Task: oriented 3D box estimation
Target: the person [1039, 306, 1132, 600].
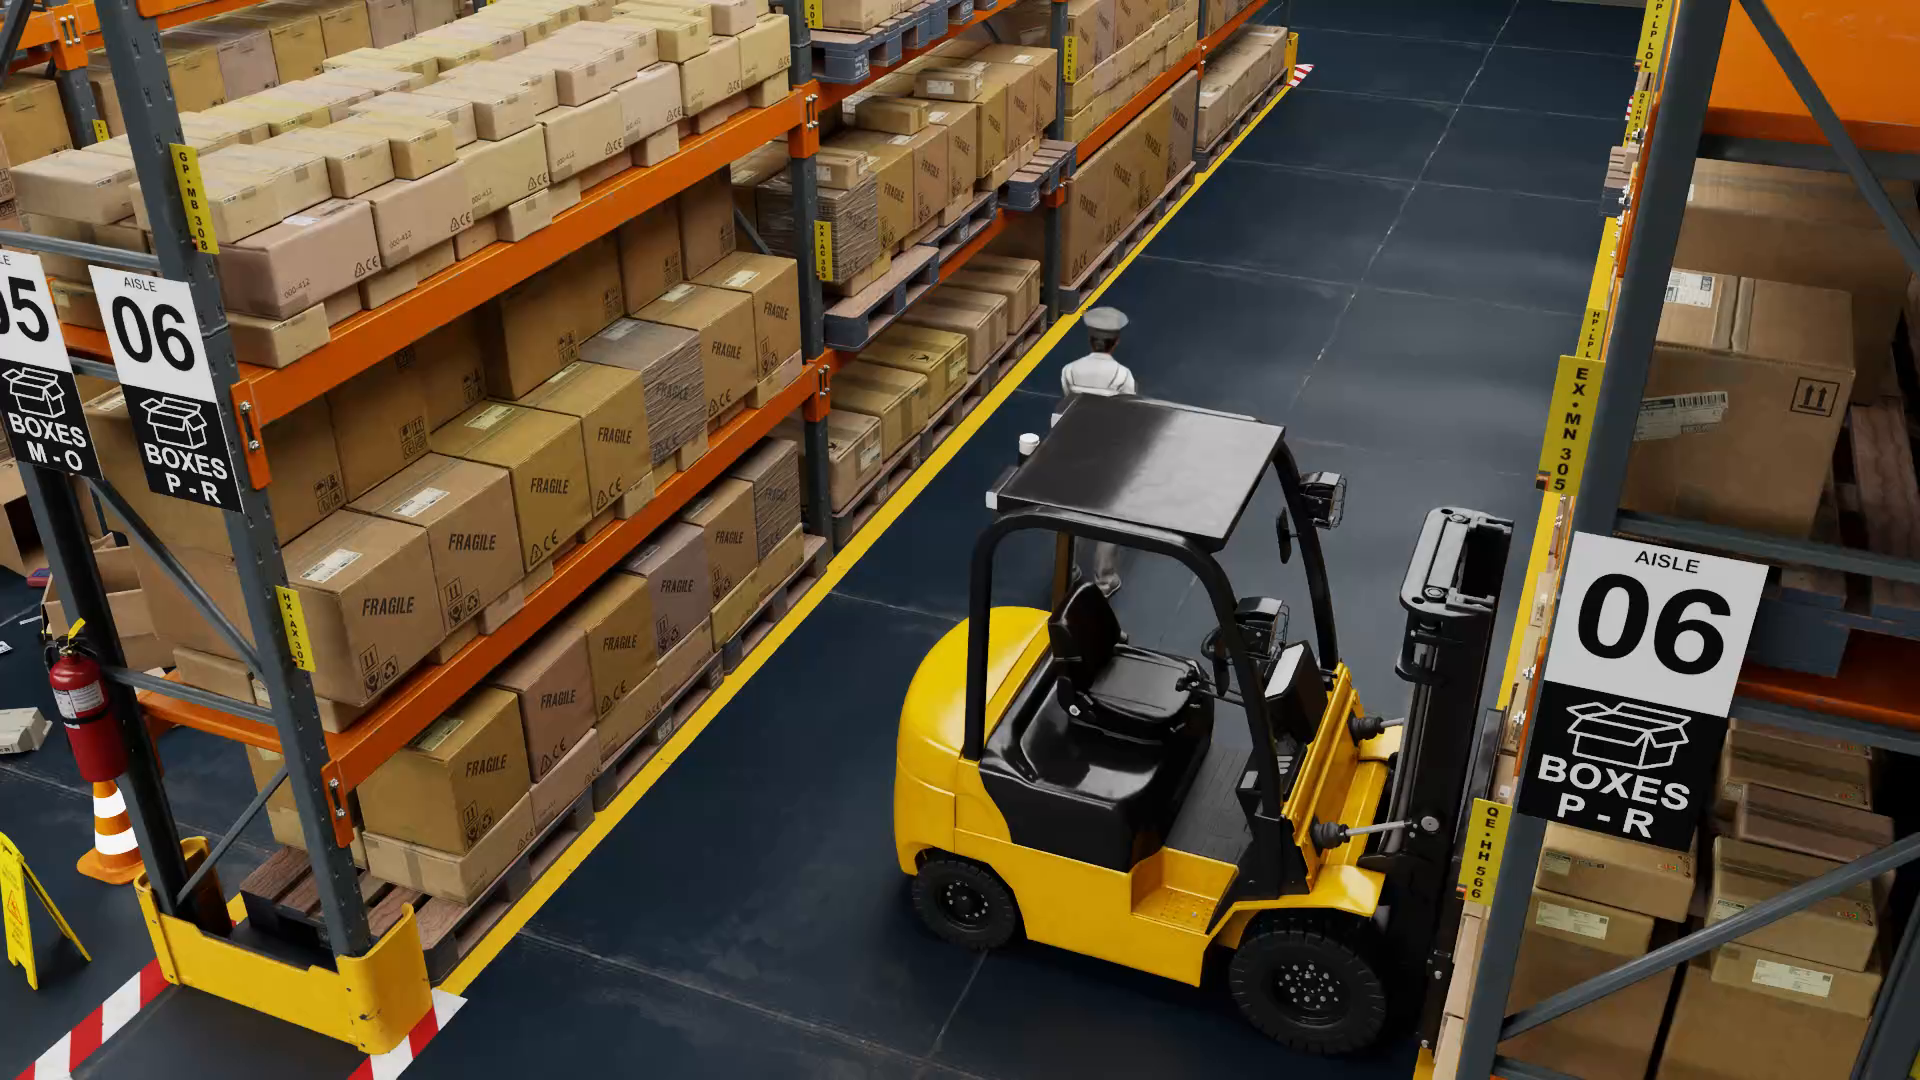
[{"bbox_3d":[0.704,-0.448,9.171,0.540,1.662,0.374,10,31,16],"label":"person"}]
